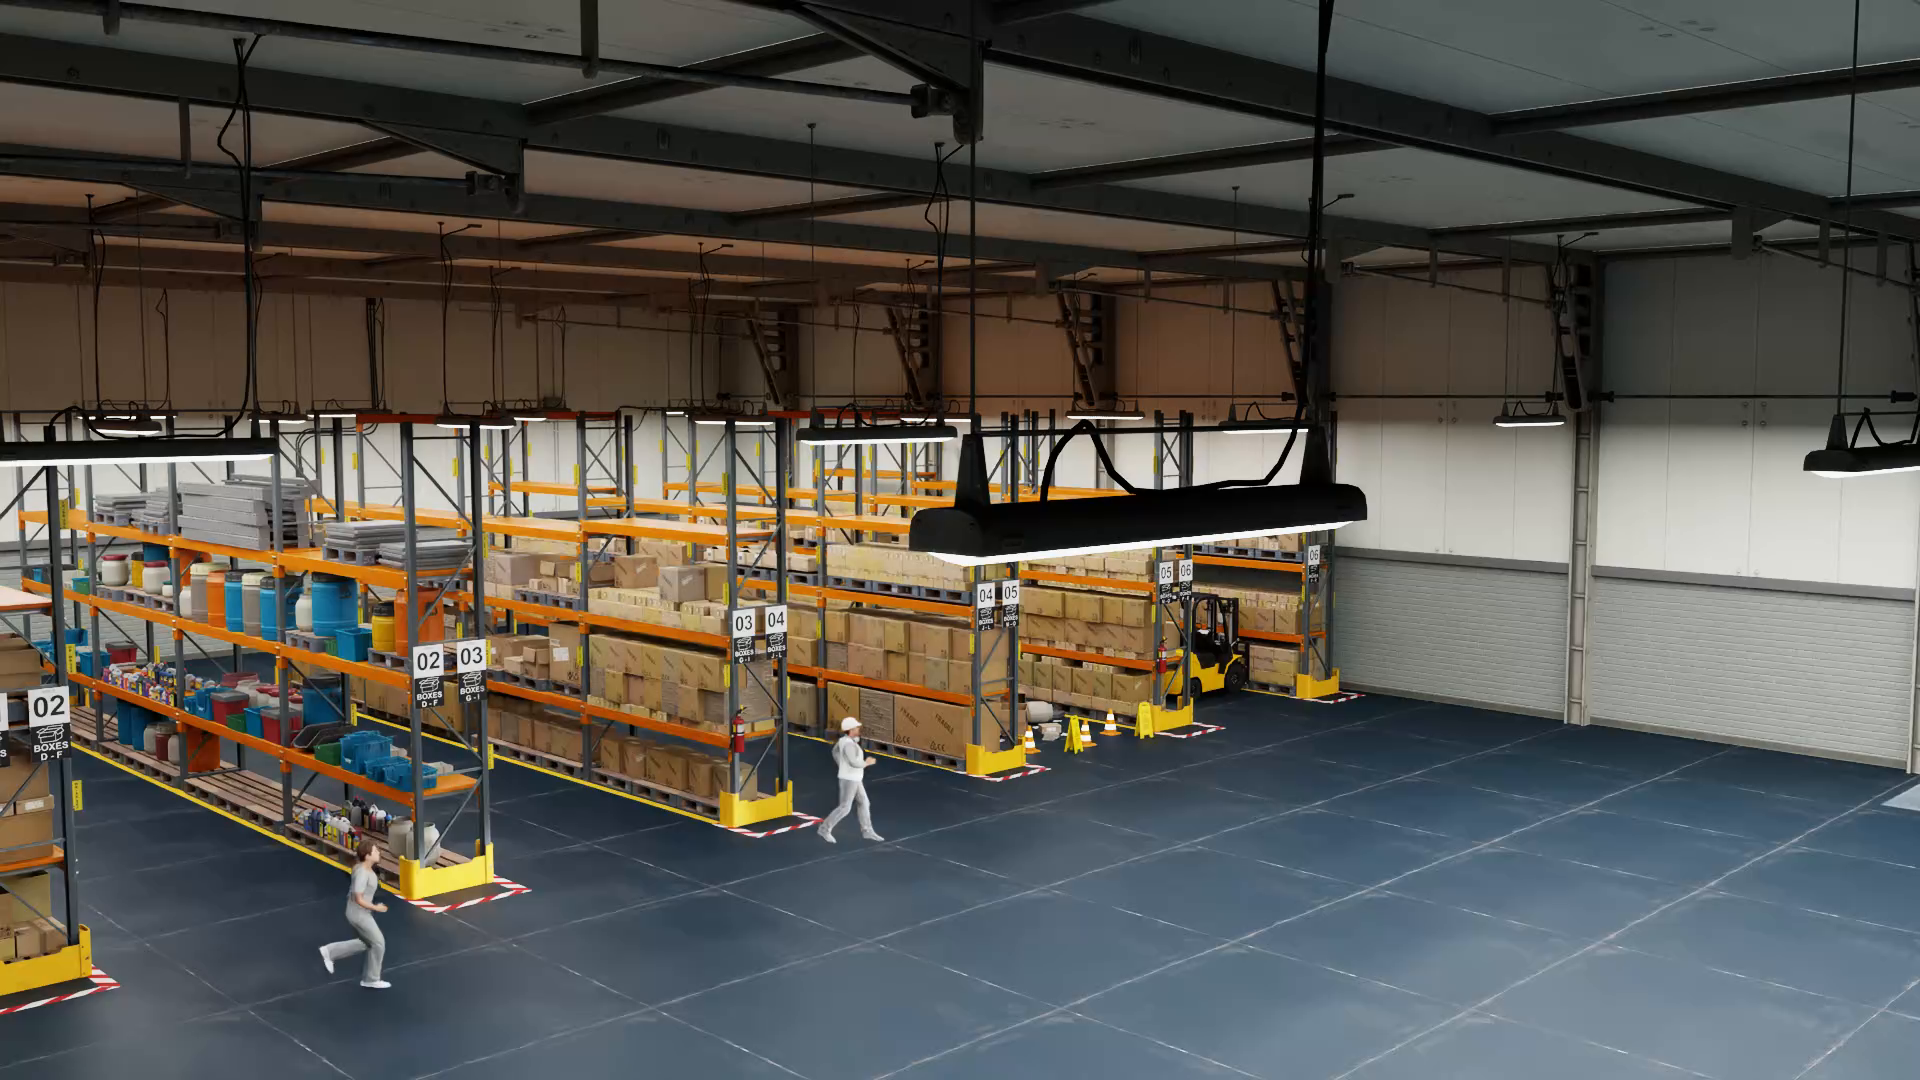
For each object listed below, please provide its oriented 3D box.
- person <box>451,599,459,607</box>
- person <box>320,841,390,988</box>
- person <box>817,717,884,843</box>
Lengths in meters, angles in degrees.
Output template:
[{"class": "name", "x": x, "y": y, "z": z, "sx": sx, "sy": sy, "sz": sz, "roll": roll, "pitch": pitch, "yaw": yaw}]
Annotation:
[{"class": "person", "x": -11.829, "y": 2.116, "z": 38.853, "sx": 0.747, "sy": 1.693, "sz": 0.535, "roll": -1, "pitch": 5, "yaw": -6}, {"class": "person", "x": -6.444, "y": 4.008, "z": 17.674, "sx": 0.691, "sy": 1.635, "sz": 0.588, "roll": -2, "pitch": 5, "yaw": -20}, {"class": "person", "x": -1.547, "y": 3.384, "z": 23.470, "sx": 0.938, "sy": 1.778, "sz": 0.682, "roll": 0, "pitch": 5, "yaw": -4}]
